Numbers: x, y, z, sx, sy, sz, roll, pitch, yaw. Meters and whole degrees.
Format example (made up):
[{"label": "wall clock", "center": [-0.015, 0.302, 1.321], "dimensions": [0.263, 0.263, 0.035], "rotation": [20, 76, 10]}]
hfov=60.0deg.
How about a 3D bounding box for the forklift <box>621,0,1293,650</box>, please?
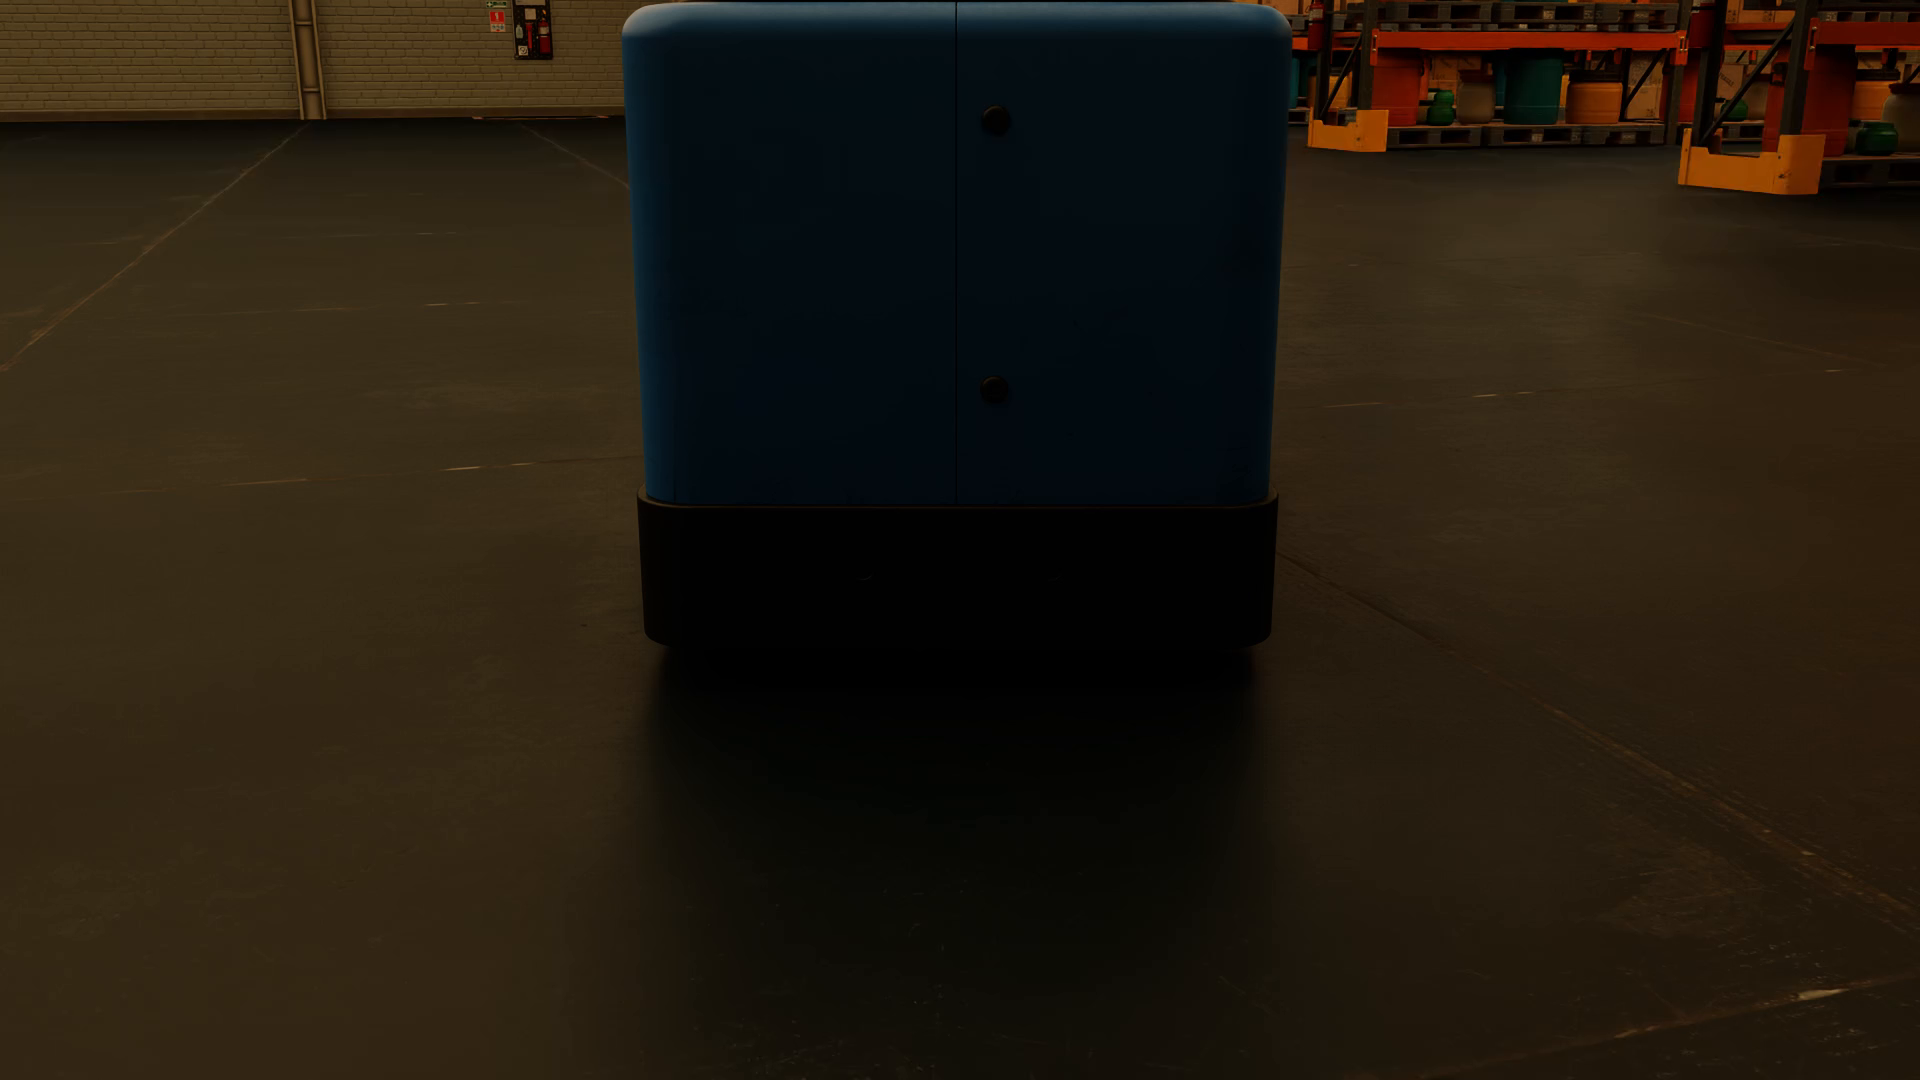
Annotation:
[{"label": "forklift", "center": [0.004, -1.583, 3.759], "dimensions": [1.130, 2.935, 3.031], "rotation": [0, 16, 0]}]
